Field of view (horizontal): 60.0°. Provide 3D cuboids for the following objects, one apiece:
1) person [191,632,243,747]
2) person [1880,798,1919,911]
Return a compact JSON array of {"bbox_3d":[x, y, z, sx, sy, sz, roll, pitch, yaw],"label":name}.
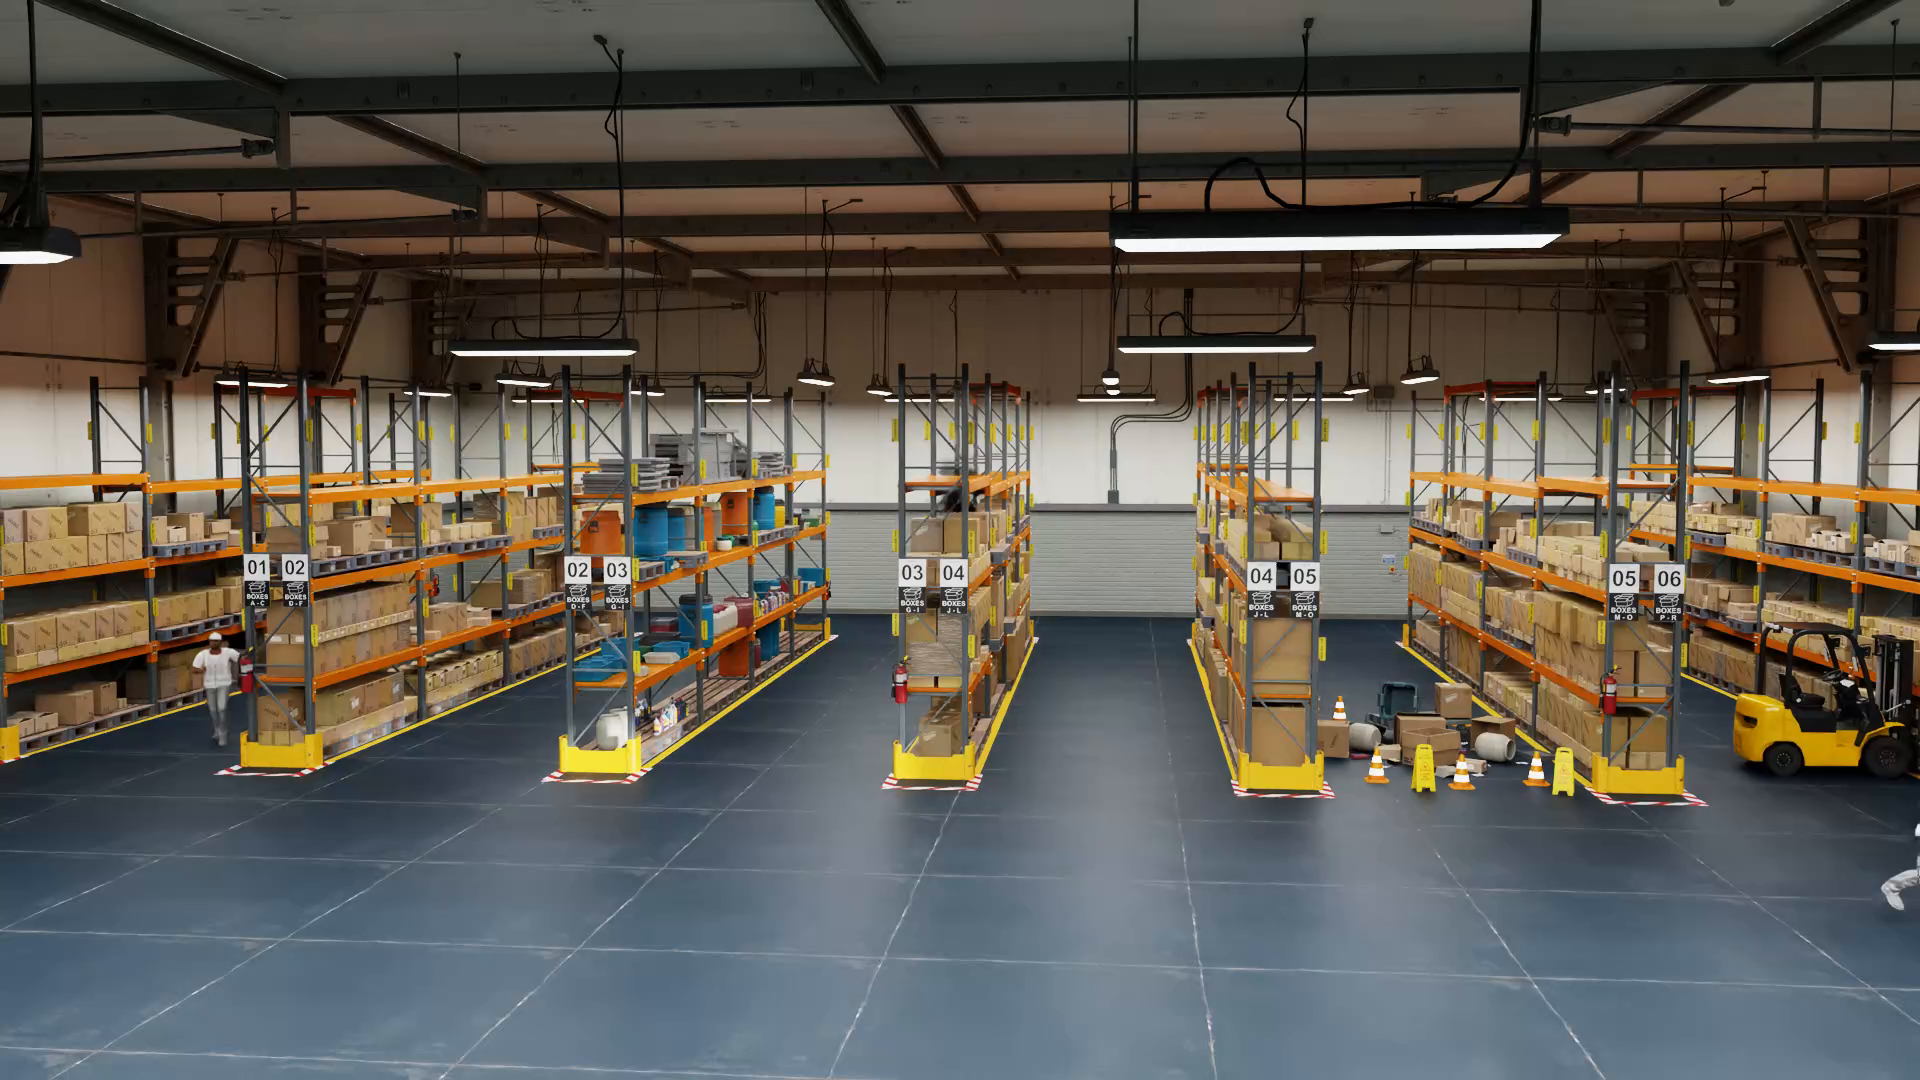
[{"bbox_3d":[-11.991,2.394,26.837,0.720,1.834,0.787,-1,4,-11],"label":"person"},{"bbox_3d":[9.886,3.028,16.837,0.709,1.781,1.048,-2,4,-32],"label":"person"}]
